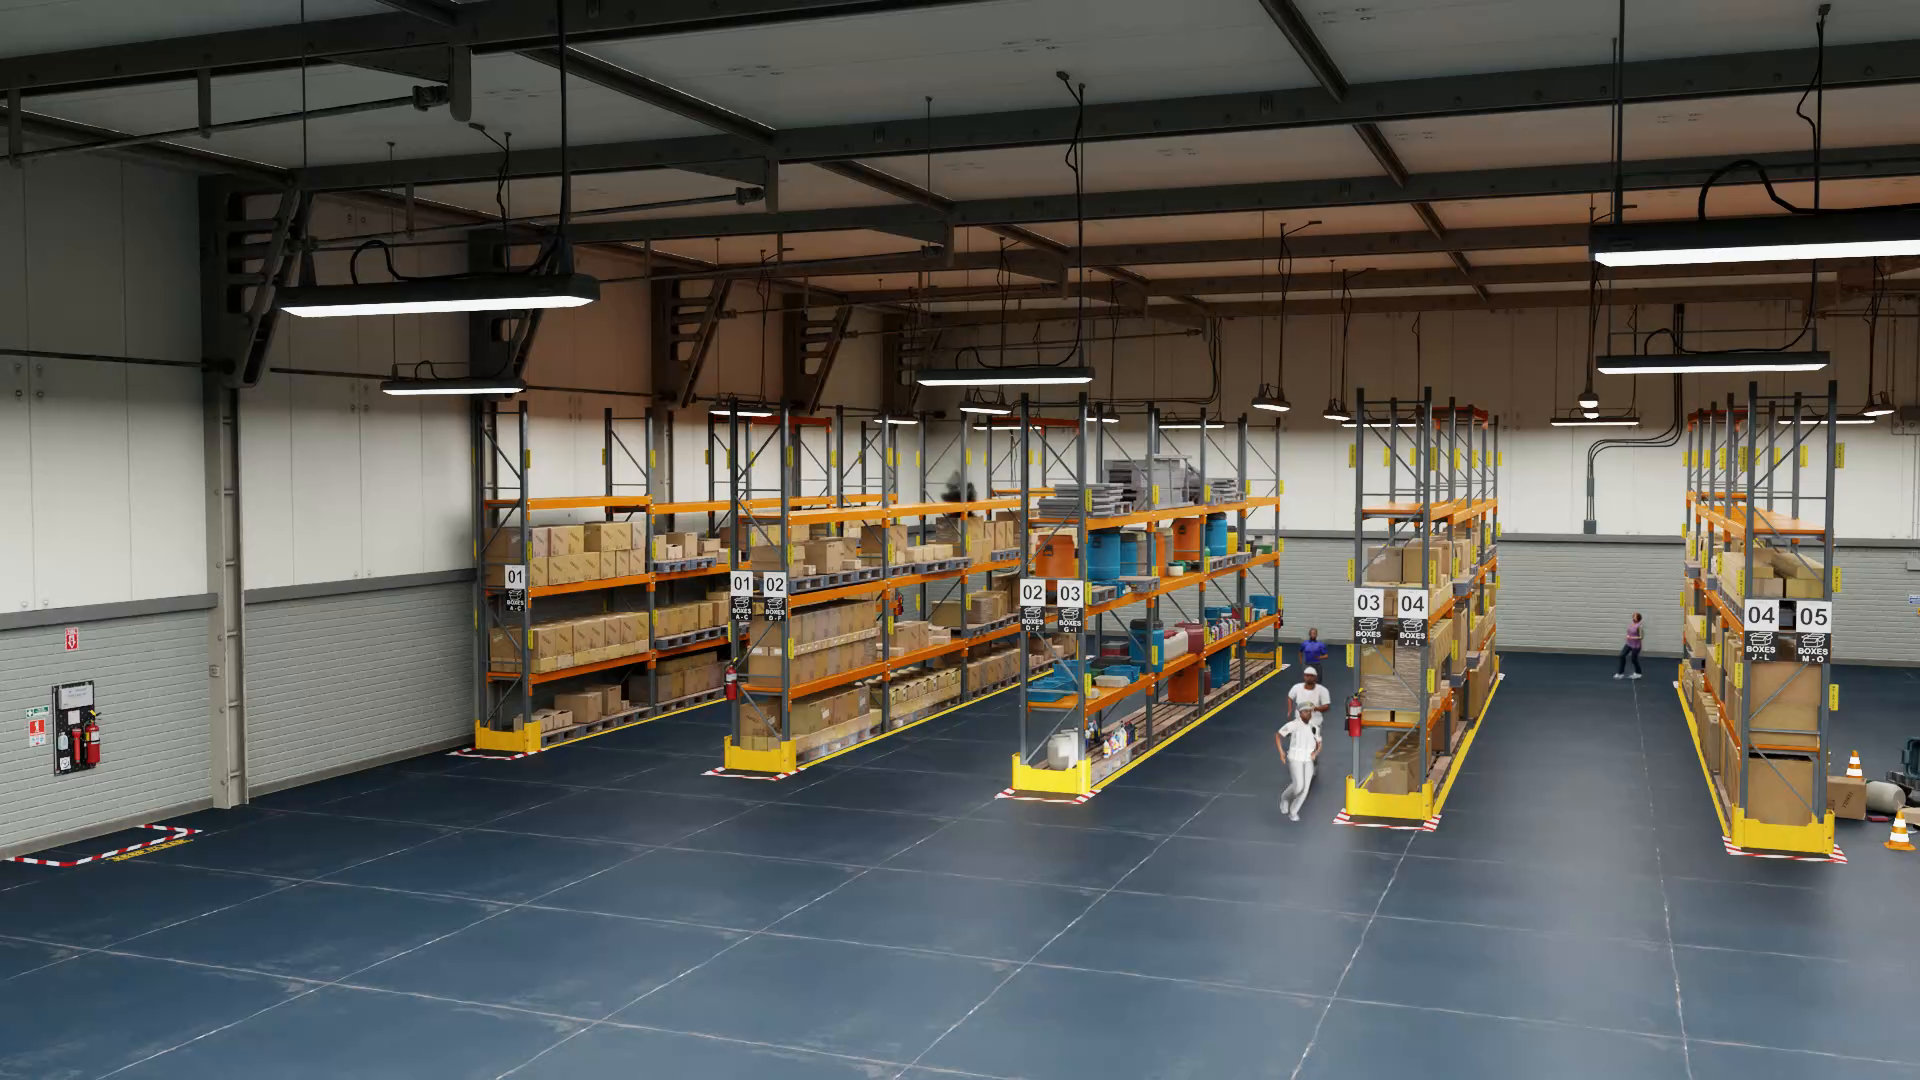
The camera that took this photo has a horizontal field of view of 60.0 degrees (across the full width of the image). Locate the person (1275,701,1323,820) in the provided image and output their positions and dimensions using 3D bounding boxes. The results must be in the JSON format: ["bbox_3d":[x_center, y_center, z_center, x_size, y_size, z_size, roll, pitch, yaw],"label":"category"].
[{"bbox_3d":[4.758,3.062,23.084,0.620,1.646,0.505,-1,3,-16],"label":"person"}]

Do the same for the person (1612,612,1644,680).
[{"bbox_3d":[15.214,2.399,37.563,0.688,1.568,0.686,-1,3,-23],"label":"person"}]

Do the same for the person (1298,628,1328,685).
[{"bbox_3d":[6.993,2.561,32.985,0.583,1.633,0.924,1,3,12],"label":"person"}]

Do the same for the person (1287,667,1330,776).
[{"bbox_3d":[5.413,2.866,25.843,0.671,1.801,0.728,1,3,14],"label":"person"}]
